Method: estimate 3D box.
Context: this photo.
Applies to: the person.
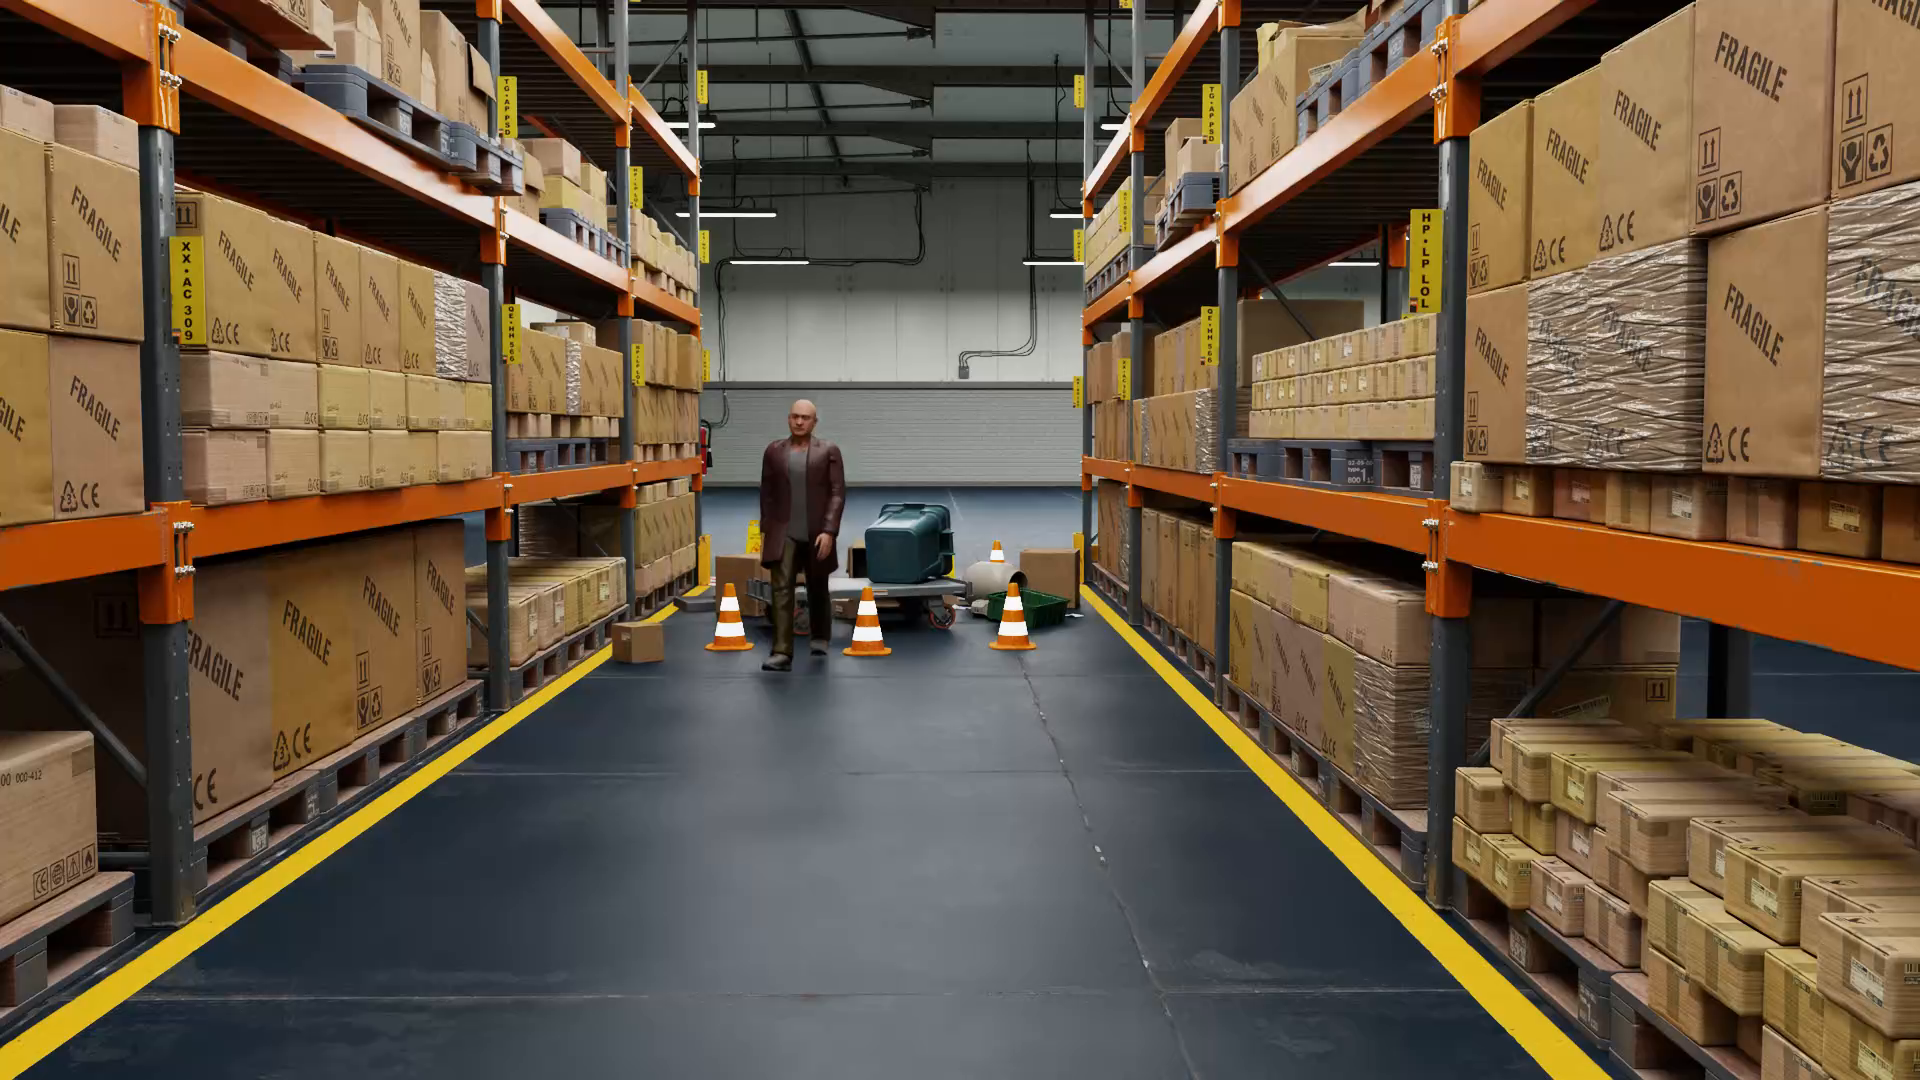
[{"bbox_3d":[-1.023,-0.041,10.806,0.576,1.736,1.105,0,4,0],"label":"person"}]
